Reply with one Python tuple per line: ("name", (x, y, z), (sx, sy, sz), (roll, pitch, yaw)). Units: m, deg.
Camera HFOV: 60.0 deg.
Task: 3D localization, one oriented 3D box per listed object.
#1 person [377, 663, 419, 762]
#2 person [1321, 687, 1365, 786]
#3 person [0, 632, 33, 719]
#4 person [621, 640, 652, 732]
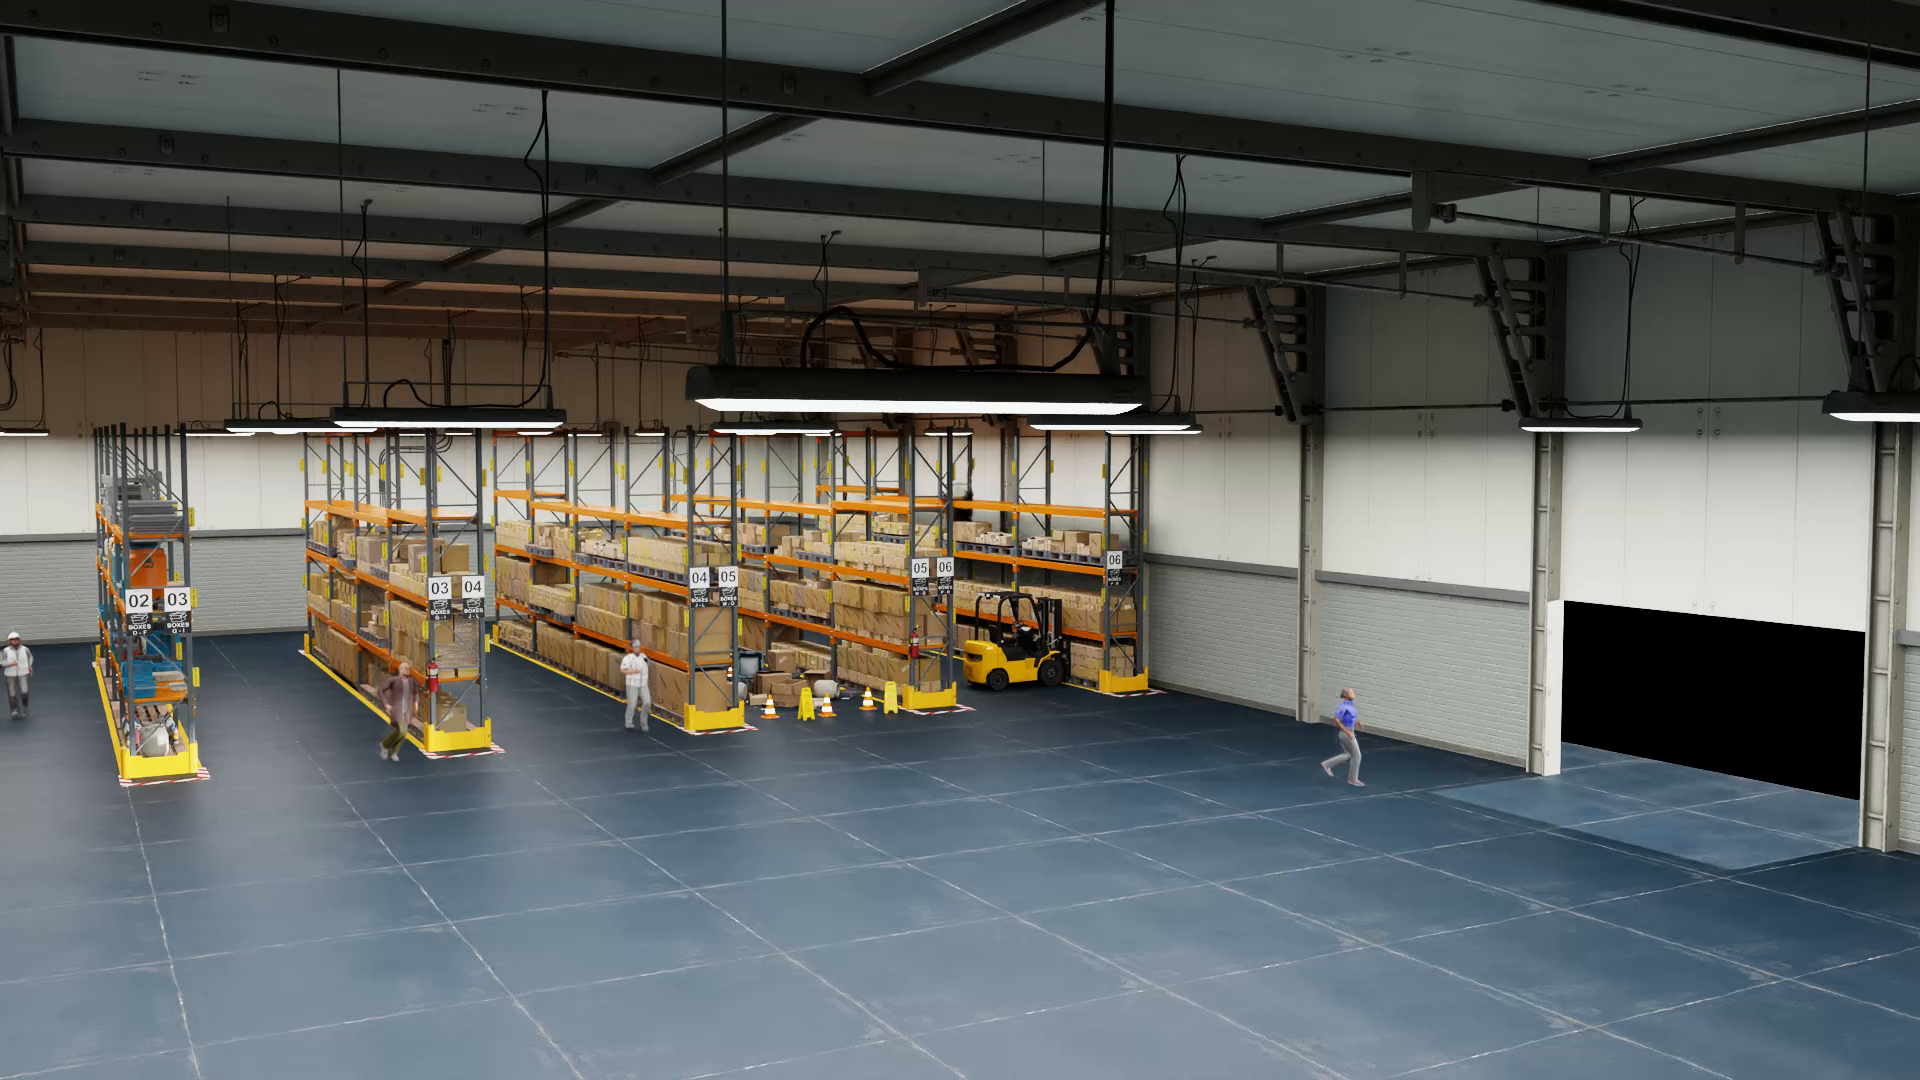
("person", (-9.946, 3.063, 29.699), (0.567, 1.728, 0.722), (3, 4, 36))
("person", (6.365, 3.247, 27.593), (0.726, 1.649, 0.576), (1, 4, 18))
("person", (-19.316, 2.778, 34.070), (0.628, 1.776, 0.694), (-2, 4, -35))
("person", (-6.327, 2.879, 32.615), (0.658, 1.870, 0.680), (-2, 4, -35))
